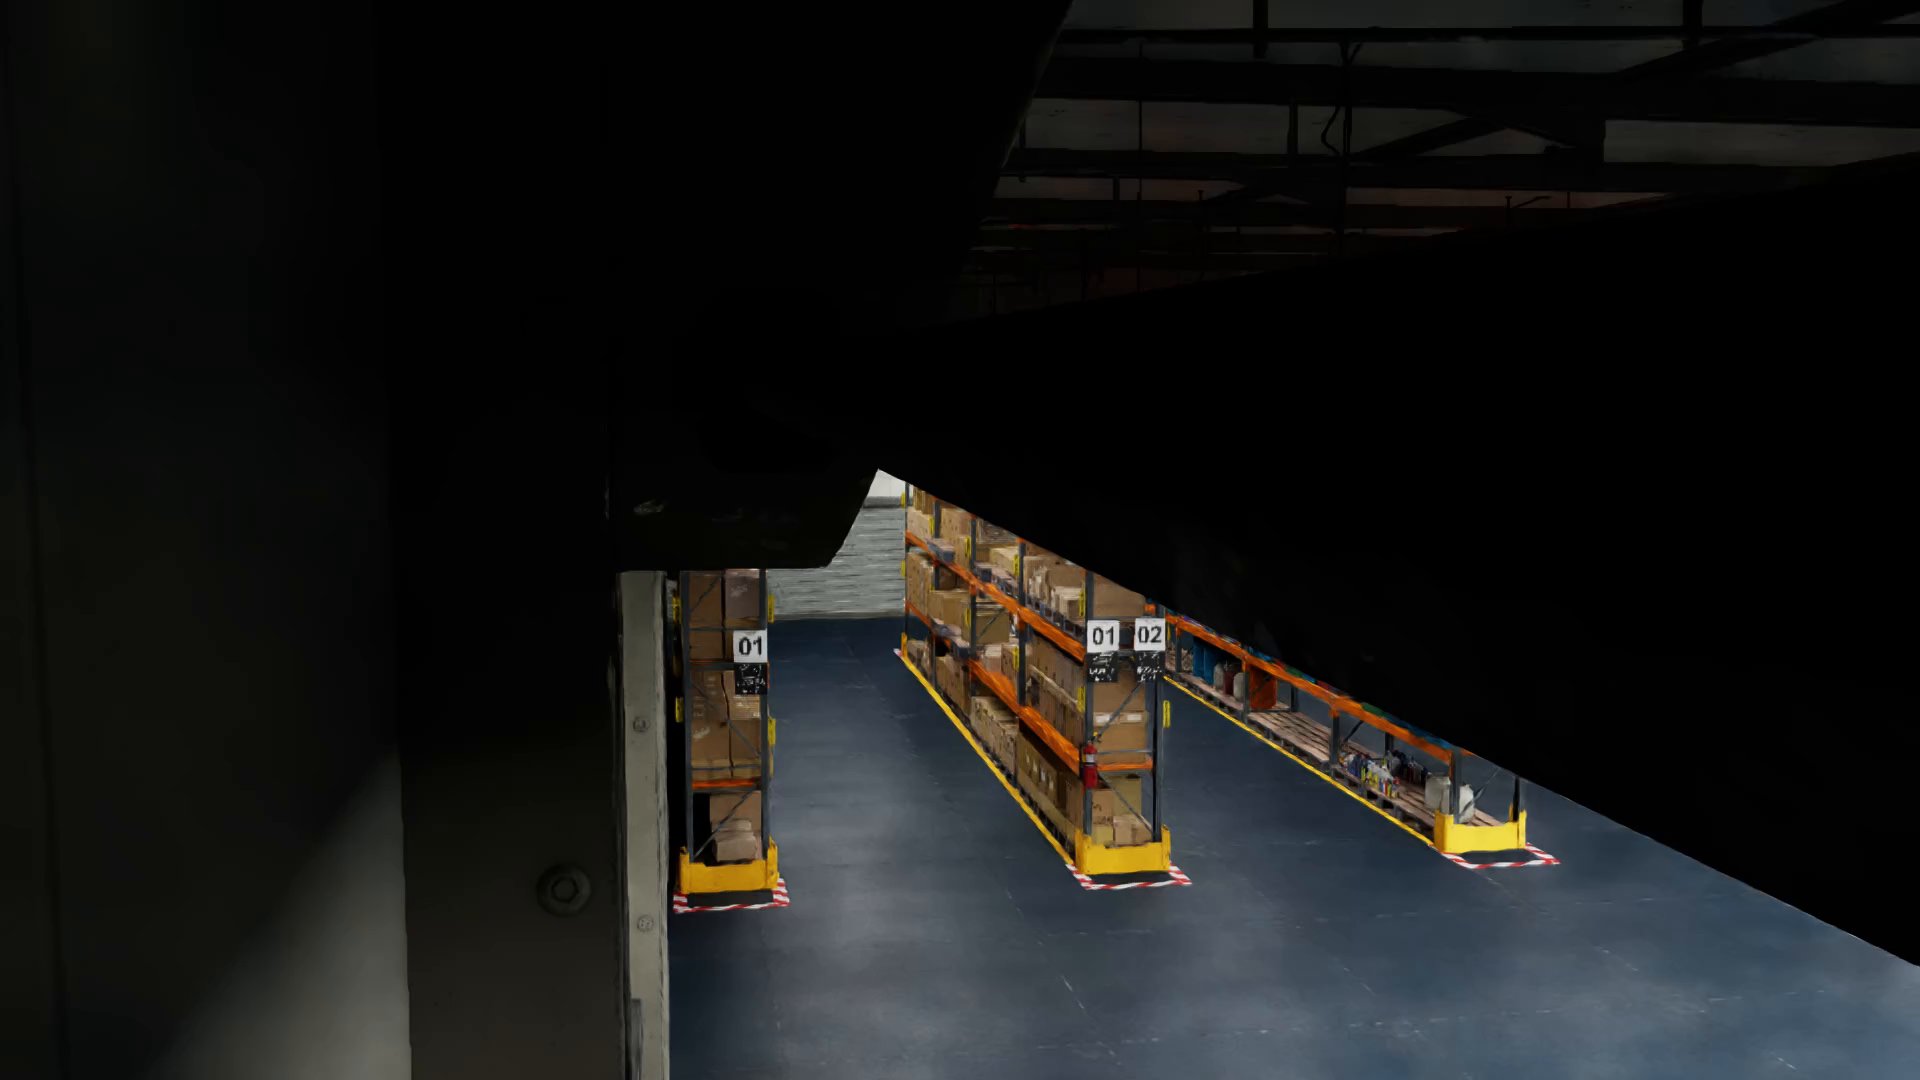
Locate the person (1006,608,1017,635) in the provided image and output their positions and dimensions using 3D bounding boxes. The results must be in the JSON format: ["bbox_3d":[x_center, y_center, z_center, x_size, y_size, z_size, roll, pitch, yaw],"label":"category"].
[{"bbox_3d":[1.117,1.772,35.318,0.471,1.782,0.638,-1,6,-7],"label":"person"}]
